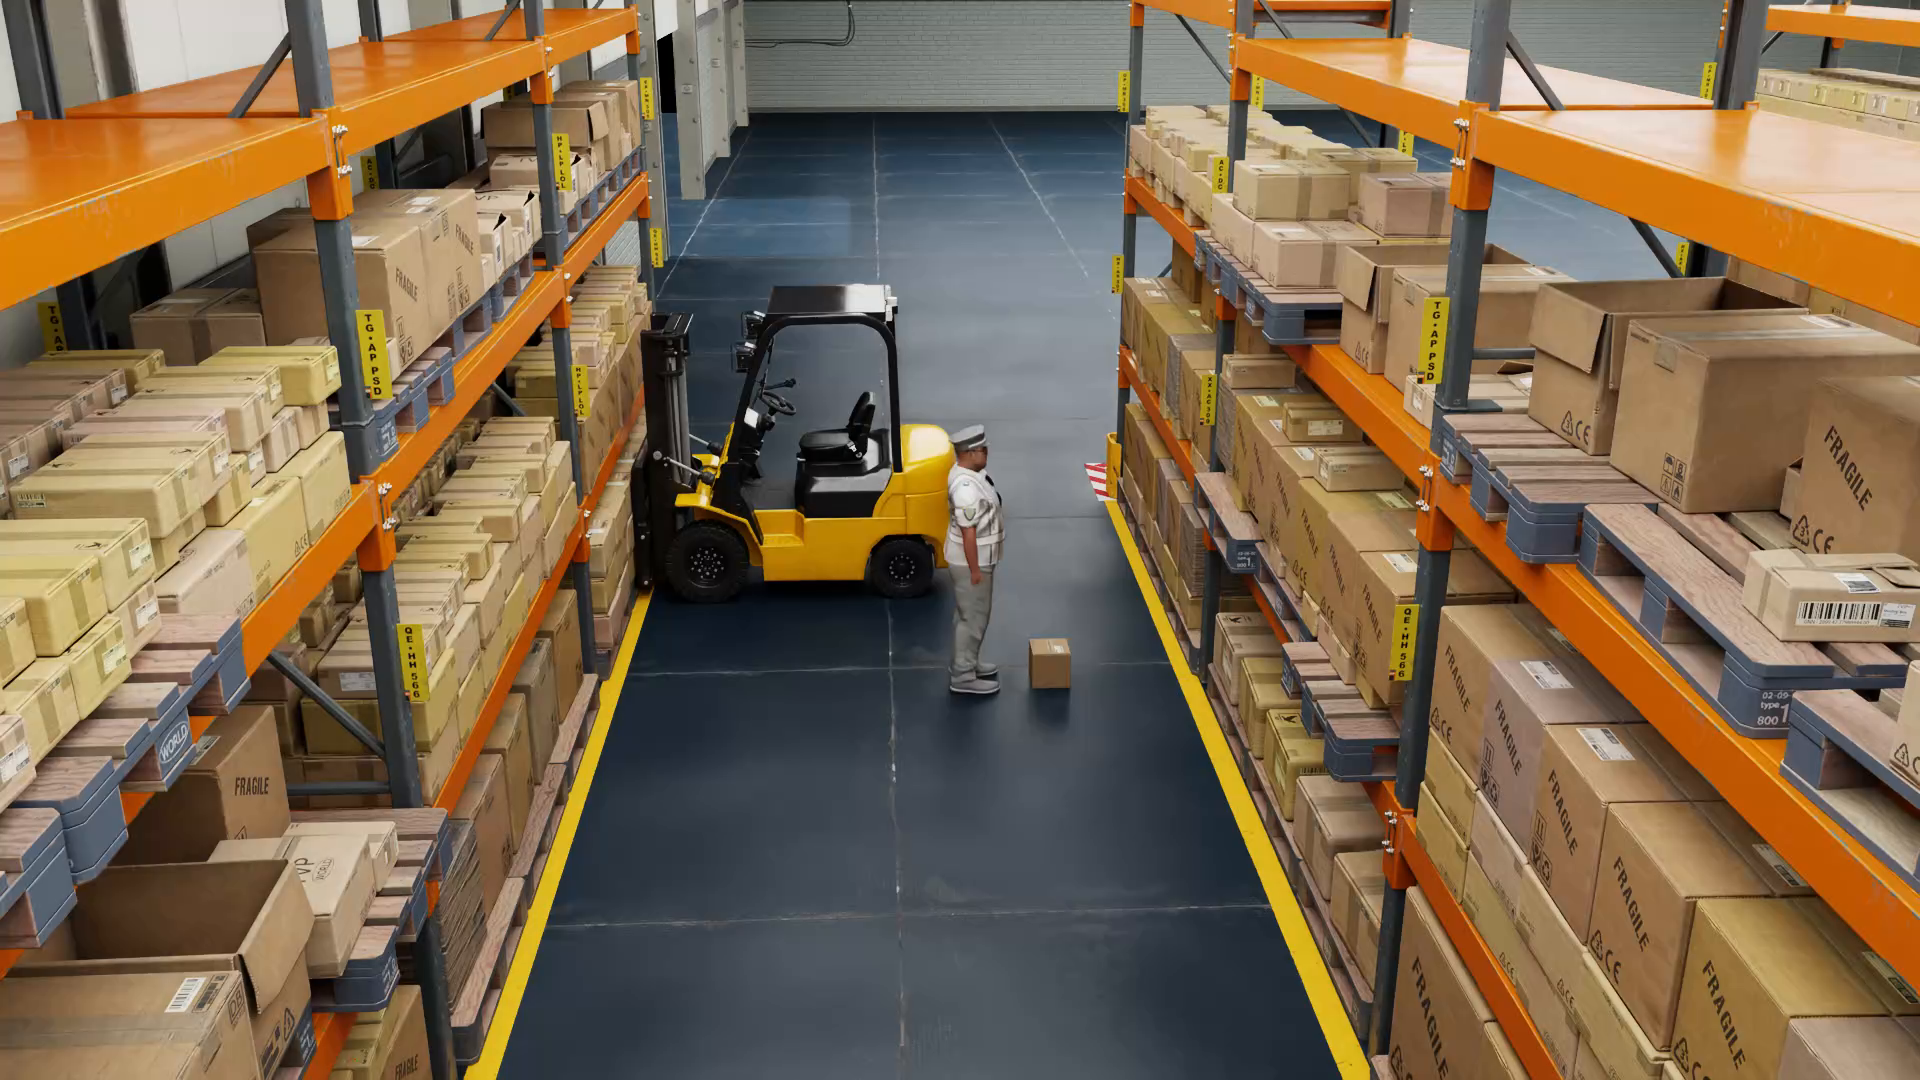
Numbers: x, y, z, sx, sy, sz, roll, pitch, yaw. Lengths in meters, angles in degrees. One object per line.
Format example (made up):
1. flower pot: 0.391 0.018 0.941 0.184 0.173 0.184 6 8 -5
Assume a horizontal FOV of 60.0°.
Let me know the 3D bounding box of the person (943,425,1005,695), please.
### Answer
1. person: 0.102 0.114 10.743 0.373 1.767 0.527 -1 20 -2
